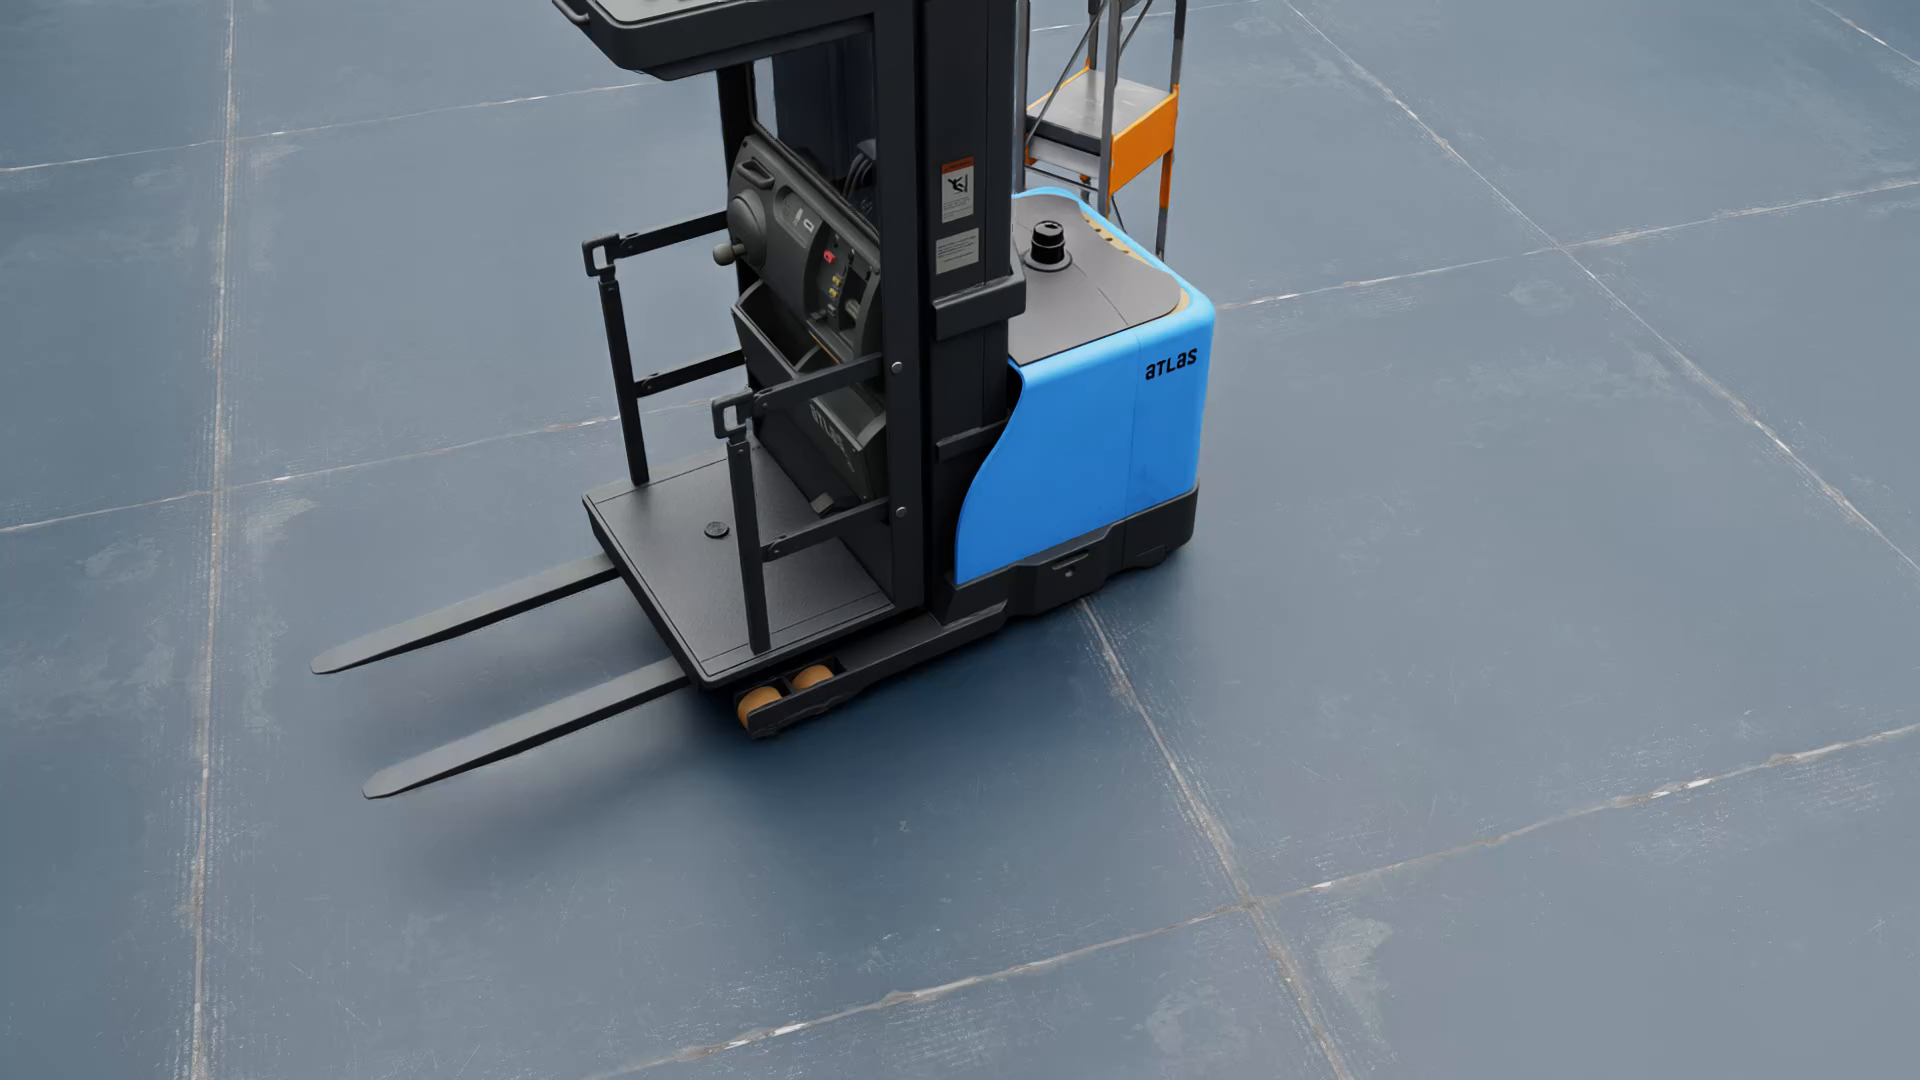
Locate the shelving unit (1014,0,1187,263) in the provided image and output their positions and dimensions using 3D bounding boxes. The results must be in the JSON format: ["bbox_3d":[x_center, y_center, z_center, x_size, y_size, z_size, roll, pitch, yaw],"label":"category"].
[{"bbox_3d":[0.517,-1.469,6.335,0.431,2.100,0.503,25,47,26],"label":"shelving unit"}]

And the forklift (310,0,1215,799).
[{"bbox_3d":[-0.661,-0.853,4.998,3.031,2.935,1.130,-21,45,-23],"label":"forklift"}]

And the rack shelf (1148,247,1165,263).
[{"bbox_3d":[0.518,-0.931,6.804,0.431,0.518,0.480,25,47,26],"label":"rack shelf"}]

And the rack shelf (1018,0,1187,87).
[{"bbox_3d":[0.516,-1.986,5.884,0.431,0.518,0.480,25,47,26],"label":"rack shelf"}]

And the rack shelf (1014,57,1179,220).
[{"bbox_3d":[0.517,-1.459,6.344,0.431,0.518,0.480,25,47,26],"label":"rack shelf"}]

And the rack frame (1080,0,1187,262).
[{"bbox_3d":[0.658,-1.600,6.485,0.400,2.100,0.015,25,47,26],"label":"rack frame"}]

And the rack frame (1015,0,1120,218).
[{"bbox_3d":[0.376,-1.338,6.185,0.400,2.100,0.015,25,47,26],"label":"rack frame"}]
